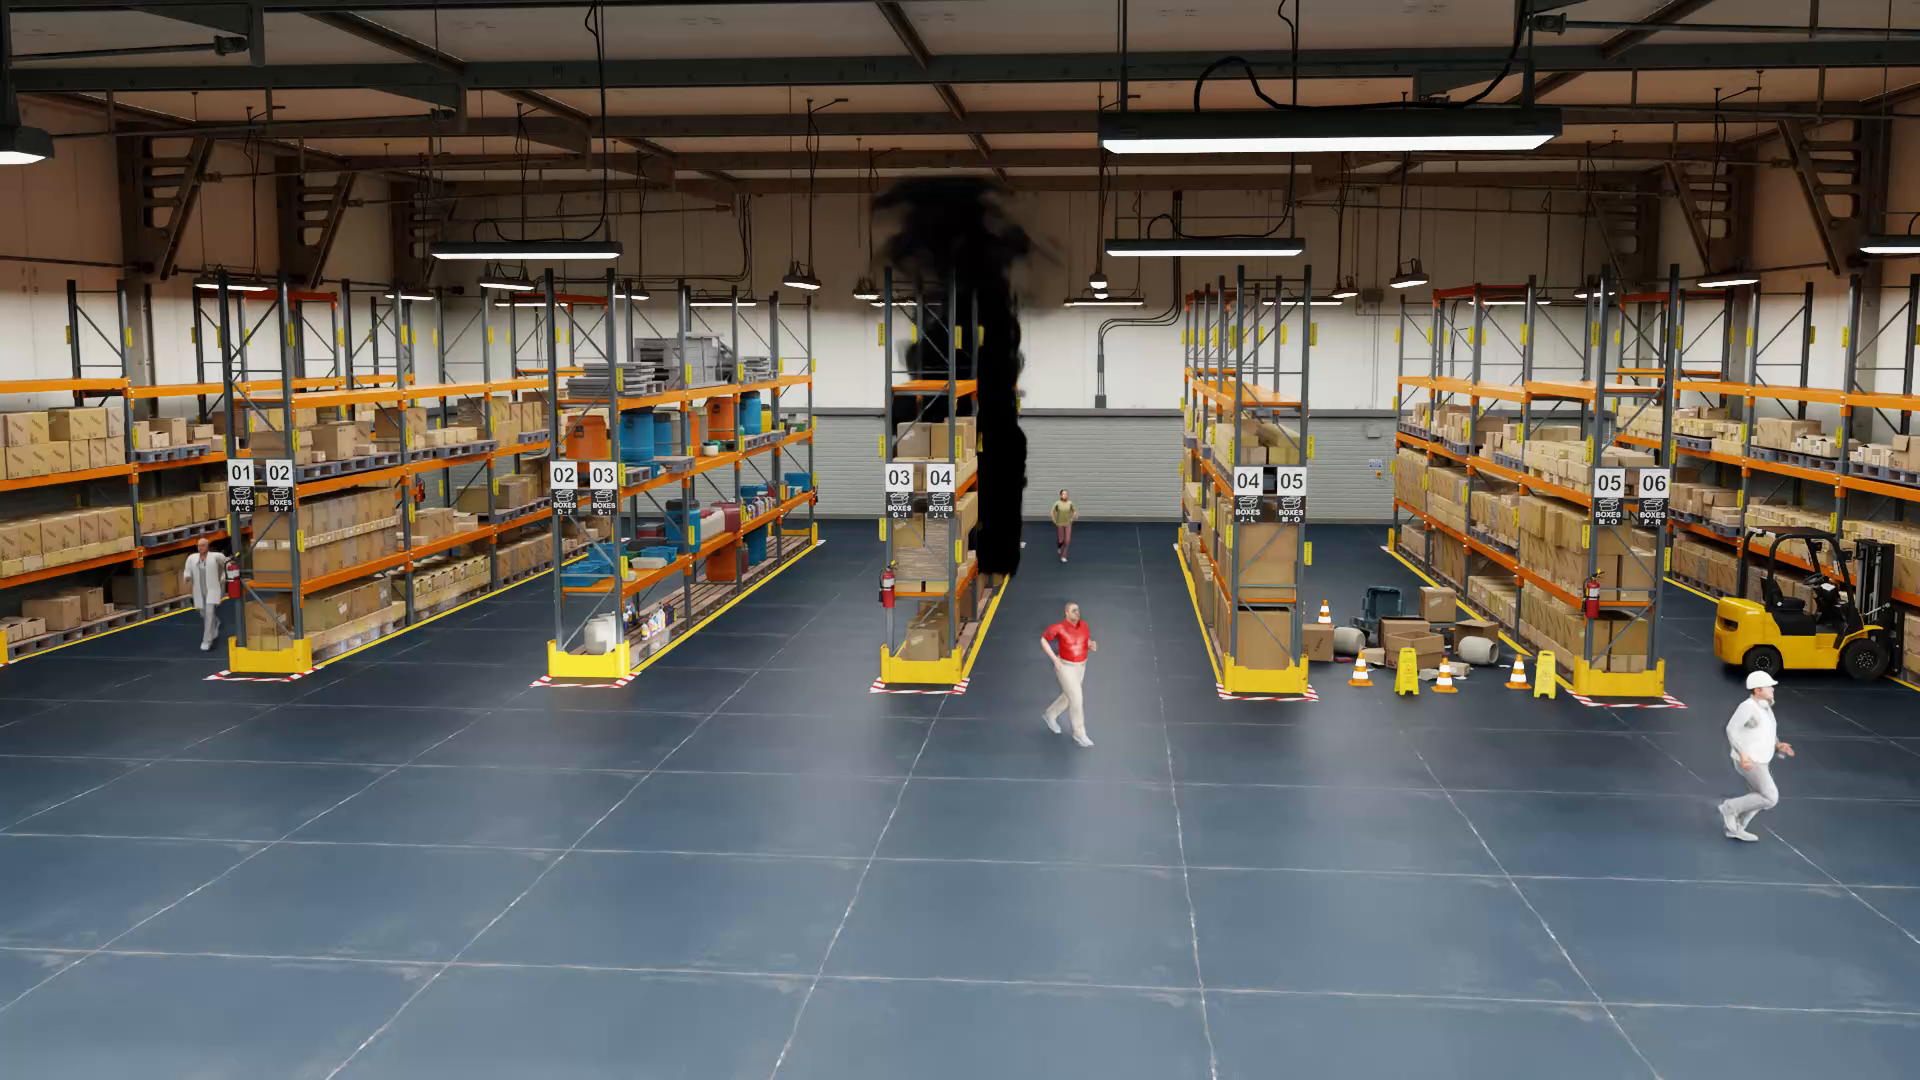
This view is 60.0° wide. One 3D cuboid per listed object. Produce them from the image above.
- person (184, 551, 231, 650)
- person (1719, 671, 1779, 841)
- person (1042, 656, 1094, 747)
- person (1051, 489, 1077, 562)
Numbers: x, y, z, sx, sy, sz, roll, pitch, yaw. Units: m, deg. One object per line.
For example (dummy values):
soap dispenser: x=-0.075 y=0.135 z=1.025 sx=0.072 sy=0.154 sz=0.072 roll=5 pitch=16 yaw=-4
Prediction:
person: x=-12.219 y=0.938 z=27.040 sx=0.690 sy=1.573 sz=1.042 roll=-1 pitch=7 yaw=-4
person: x=7.853 y=2.148 z=16.540 sx=0.447 sy=1.723 sz=0.448 roll=6 pitch=9 yaw=42
person: x=1.366 y=1.967 z=20.761 sx=0.410 sy=1.109 sz=0.910 roll=-7 pitch=10 yaw=-44
person: x=2.335 y=-0.332 z=37.387 sx=0.584 sy=1.627 sz=0.578 roll=0 pitch=7 yaw=-4
